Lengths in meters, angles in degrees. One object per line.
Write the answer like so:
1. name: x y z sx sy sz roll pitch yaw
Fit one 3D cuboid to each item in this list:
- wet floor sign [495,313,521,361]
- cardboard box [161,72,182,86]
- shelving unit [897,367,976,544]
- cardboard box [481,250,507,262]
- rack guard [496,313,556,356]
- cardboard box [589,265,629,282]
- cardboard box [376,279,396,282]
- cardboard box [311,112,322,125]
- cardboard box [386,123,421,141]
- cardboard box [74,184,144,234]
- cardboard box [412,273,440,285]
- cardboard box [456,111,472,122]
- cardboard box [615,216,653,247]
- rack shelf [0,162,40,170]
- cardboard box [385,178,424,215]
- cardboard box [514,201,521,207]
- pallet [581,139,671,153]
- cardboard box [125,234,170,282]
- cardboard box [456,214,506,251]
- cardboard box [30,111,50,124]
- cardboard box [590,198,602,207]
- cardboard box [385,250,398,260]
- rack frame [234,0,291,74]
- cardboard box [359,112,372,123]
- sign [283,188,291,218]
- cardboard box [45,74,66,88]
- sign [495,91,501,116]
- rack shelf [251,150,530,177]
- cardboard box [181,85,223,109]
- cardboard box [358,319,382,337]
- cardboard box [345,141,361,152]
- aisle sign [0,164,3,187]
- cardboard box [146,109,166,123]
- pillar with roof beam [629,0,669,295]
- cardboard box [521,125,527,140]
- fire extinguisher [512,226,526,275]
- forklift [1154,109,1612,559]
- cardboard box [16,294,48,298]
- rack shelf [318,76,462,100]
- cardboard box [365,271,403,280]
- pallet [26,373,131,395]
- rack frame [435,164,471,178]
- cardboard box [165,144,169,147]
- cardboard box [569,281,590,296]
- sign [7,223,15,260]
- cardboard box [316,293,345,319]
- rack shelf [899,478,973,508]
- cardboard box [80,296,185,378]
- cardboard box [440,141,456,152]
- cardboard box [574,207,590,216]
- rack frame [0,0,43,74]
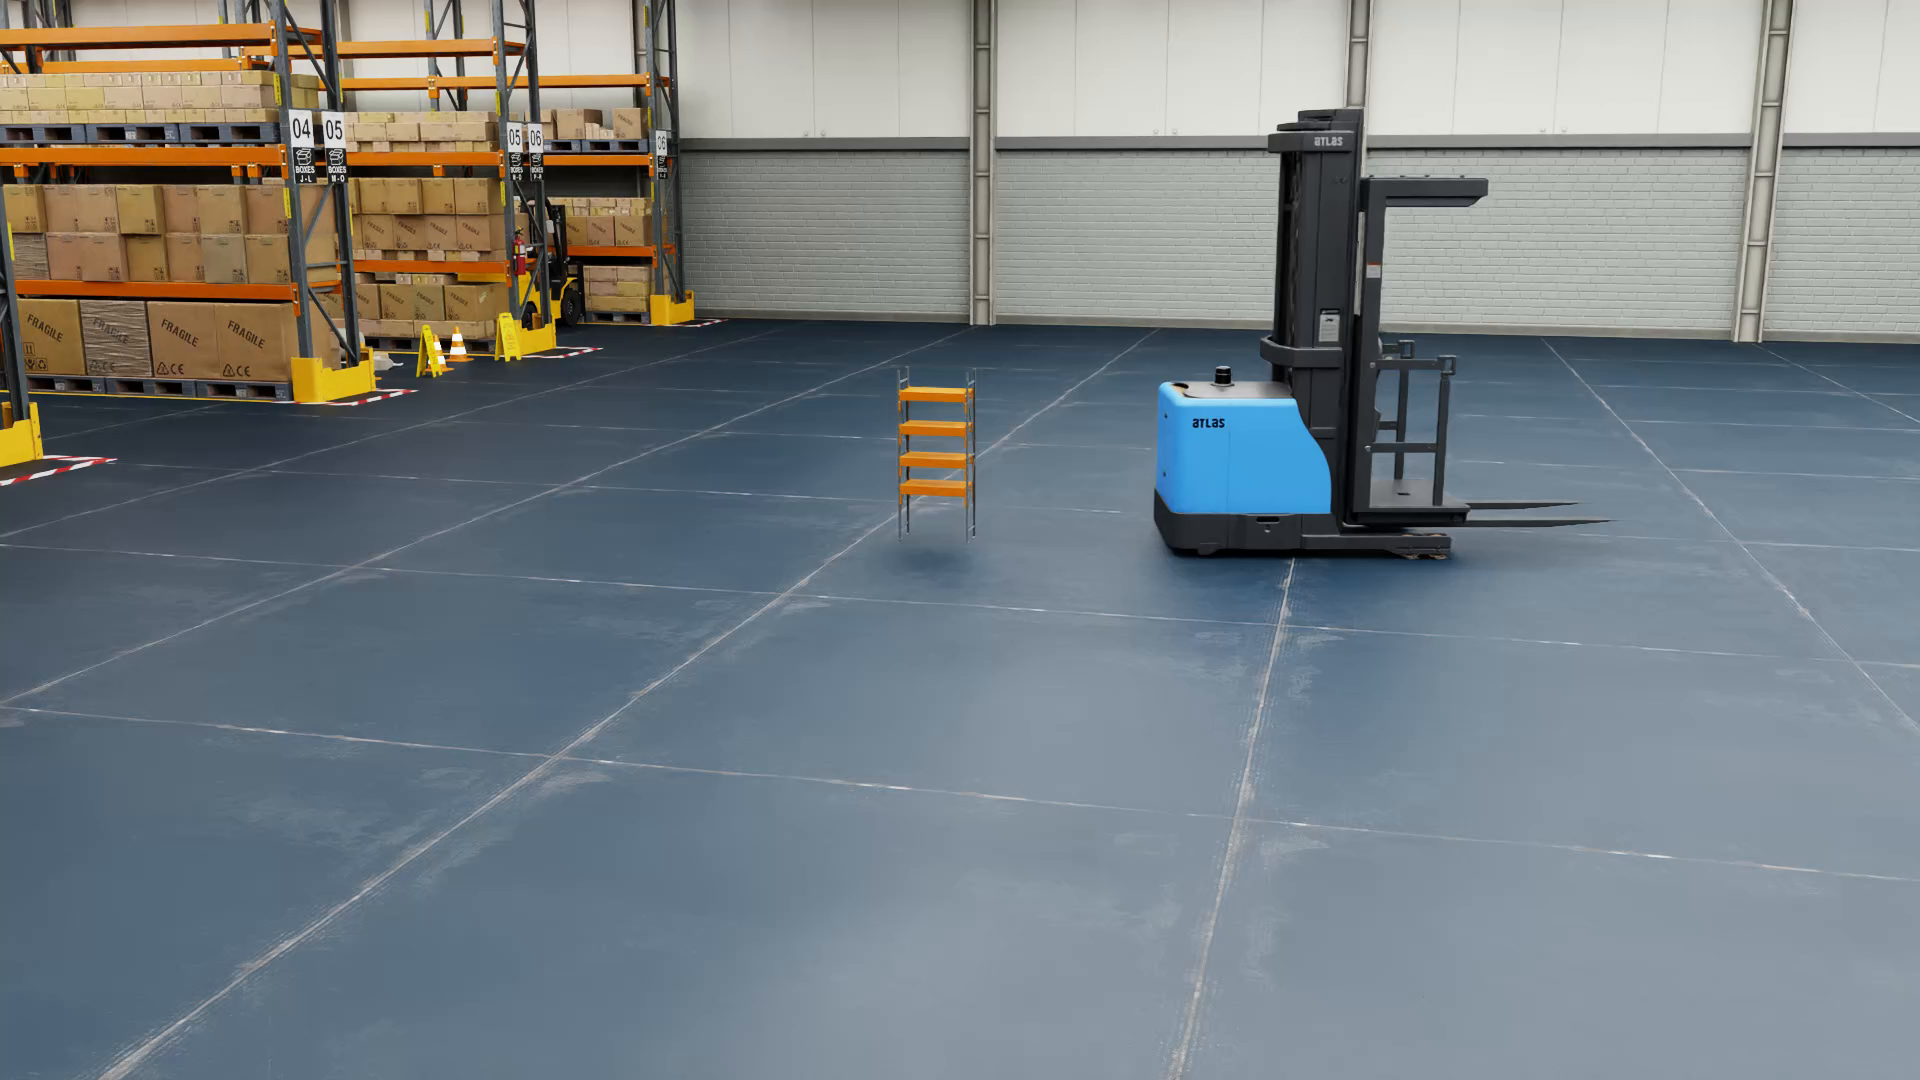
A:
1. wet floor sign: -6.231 -2.796 22.845 0.232 0.644 0.267 8 15 33
2. cardboard box: -8.640 -5.118 18.489 0.250 0.149 0.380 3 13 14
3. shelving unit: -0.161 -0.594 11.643 0.503 1.200 0.258 3 13 14
4. cardboard box: -6.573 -4.032 23.561 0.250 0.149 0.380 4 13 15
5. rack guard: -6.233 -2.964 23.937 0.348 0.500 1.175 3 13 14
6. cardboard box: -5.992 -4.558 28.424 0.500 0.250 0.500 3 13 15
7. cardboard box: -8.414 -3.590 24.636 0.500 0.500 0.500 4 13 17
8. cardboard box: -7.503 -4.815 18.963 0.250 0.149 0.380 3 13 14
9. cardboard box: -7.713 -5.739 23.408 0.500 0.250 0.500 3 13 15
10. cardboard box: -9.727 -3.854 19.342 0.550 0.550 0.875 3 13 14
11. cardboard box: -7.615 -3.731 23.774 0.250 0.149 0.380 3 13 14
12. cardboard box: -6.799 -5.888 23.161 0.250 0.149 0.380 3 13 15
13. cardboard box: -5.514 -5.243 28.210 0.500 0.500 0.500 3 13 12
14. rack shelf: -13.072 -4.558 20.090 4.000 0.370 1.077 3 13 14
15. cardboard box: -7.717 -4.875 23.557 0.500 0.500 0.700 3 13 13
16. cardboard box: -7.609 -5.815 28.602 0.250 0.149 0.380 3 13 13
17. pallet: -5.654 -6.687 28.229 1.213 0.211 1.003 3 13 14
18. cardboard box: -9.195 -3.315 19.404 0.500 0.550 0.875 3 13 14
19. cardboard box: -6.752 -4.344 23.472 0.500 0.500 0.500 3 13 13
20. cardboard box: -10.365 -4.820 18.989 0.250 0.149 0.380 3 13 13
21. cardboard box: -6.103 -5.752 28.318 0.250 0.149 0.380 3 13 14
22. cardboard box: -8.053 -4.115 23.937 0.250 0.149 0.380 3 13 14
23. rack frame: -10.042 -7.316 23.935 0.127 3.000 1.000 3 13 14
24. cardboard box: -8.286 -5.970 23.532 0.250 0.149 0.380 3 13 15
25. sign: -7.390 -3.701 18.271 0.005 0.325 0.100 3 13 14
26. cardboard box: -10.118 -5.197 18.844 0.250 0.149 0.380 3 13 13
27. sign: -6.311 -5.961 22.707 0.005 0.325 0.100 3 13 14
28. rack shelf: -8.101 -5.397 23.870 4.000 0.370 1.077 3 13 14
29. cardboard box: -8.274 -4.917 18.504 0.500 0.250 0.500 3 13 14
30. cardboard box: -8.498 -3.111 24.207 0.500 0.250 0.500 3 13 13
31. cardboard box: -8.568 -5.576 23.597 0.250 0.149 0.380 3 13 12
32. aisle sign: -8.401 -3.425 14.244 0.004 0.787 0.394 3 13 14
33. cardboard box: -8.884 -4.741 18.634 0.250 0.149 0.380 3 13 14
34. pillar with roof beam: -6.465 -7.473 24.641 0.400 9.000 9.100 3 13 14
35. cardboard box: -7.489 -6.943 28.288 0.258 0.266 0.396 3 13 12
36. fire extinguisher: -6.158 -4.039 23.194 0.183 0.674 0.296 3 13 14
37. forklift: 2.922 -1.417 11.355 3.031 2.935 1.130 0 13 0
38. cardboard box: -14.577 -3.816 25.945 0.875 0.875 0.875 3 13 13
39. rack shelf: -10.799 -7.918 29.229 4.000 0.370 1.077 3 13 14
40. cardboard box: -10.118 -4.544 29.802 0.625 0.625 0.875 3 13 13
41. pallet: -10.411 -1.924 19.919 1.213 0.211 1.003 3 13 14
42. rack frame: -8.857 -5.432 29.290 0.127 3.000 1.000 3 13 14
43. cardboard box: -14.271 -7.058 30.041 0.500 0.250 0.500 3 13 14
44. cardboard box: -6.511 -4.341 28.598 0.500 0.250 0.500 3 13 12
45. sign: -8.403 -2.633 14.676 0.005 0.325 0.100 3 13 14
46. cardboard box: -9.012 -3.504 24.248 0.500 0.500 0.500 4 13 16
47. rack shelf: -0.161 -0.335 11.700 0.480 0.148 0.258 3 13 14
48. cardboard box: -9.660 -2.416 19.633 0.875 0.875 0.875 3 13 14
49. cardboard box: -7.072 -5.508 23.291 0.250 0.149 0.380 3 13 15
50. cardboard box: -6.378 -5.601 28.326 0.250 0.149 0.380 3 13 12
51. rack frame: -11.130 -6.270 19.219 0.127 3.000 1.000 3 13 14
